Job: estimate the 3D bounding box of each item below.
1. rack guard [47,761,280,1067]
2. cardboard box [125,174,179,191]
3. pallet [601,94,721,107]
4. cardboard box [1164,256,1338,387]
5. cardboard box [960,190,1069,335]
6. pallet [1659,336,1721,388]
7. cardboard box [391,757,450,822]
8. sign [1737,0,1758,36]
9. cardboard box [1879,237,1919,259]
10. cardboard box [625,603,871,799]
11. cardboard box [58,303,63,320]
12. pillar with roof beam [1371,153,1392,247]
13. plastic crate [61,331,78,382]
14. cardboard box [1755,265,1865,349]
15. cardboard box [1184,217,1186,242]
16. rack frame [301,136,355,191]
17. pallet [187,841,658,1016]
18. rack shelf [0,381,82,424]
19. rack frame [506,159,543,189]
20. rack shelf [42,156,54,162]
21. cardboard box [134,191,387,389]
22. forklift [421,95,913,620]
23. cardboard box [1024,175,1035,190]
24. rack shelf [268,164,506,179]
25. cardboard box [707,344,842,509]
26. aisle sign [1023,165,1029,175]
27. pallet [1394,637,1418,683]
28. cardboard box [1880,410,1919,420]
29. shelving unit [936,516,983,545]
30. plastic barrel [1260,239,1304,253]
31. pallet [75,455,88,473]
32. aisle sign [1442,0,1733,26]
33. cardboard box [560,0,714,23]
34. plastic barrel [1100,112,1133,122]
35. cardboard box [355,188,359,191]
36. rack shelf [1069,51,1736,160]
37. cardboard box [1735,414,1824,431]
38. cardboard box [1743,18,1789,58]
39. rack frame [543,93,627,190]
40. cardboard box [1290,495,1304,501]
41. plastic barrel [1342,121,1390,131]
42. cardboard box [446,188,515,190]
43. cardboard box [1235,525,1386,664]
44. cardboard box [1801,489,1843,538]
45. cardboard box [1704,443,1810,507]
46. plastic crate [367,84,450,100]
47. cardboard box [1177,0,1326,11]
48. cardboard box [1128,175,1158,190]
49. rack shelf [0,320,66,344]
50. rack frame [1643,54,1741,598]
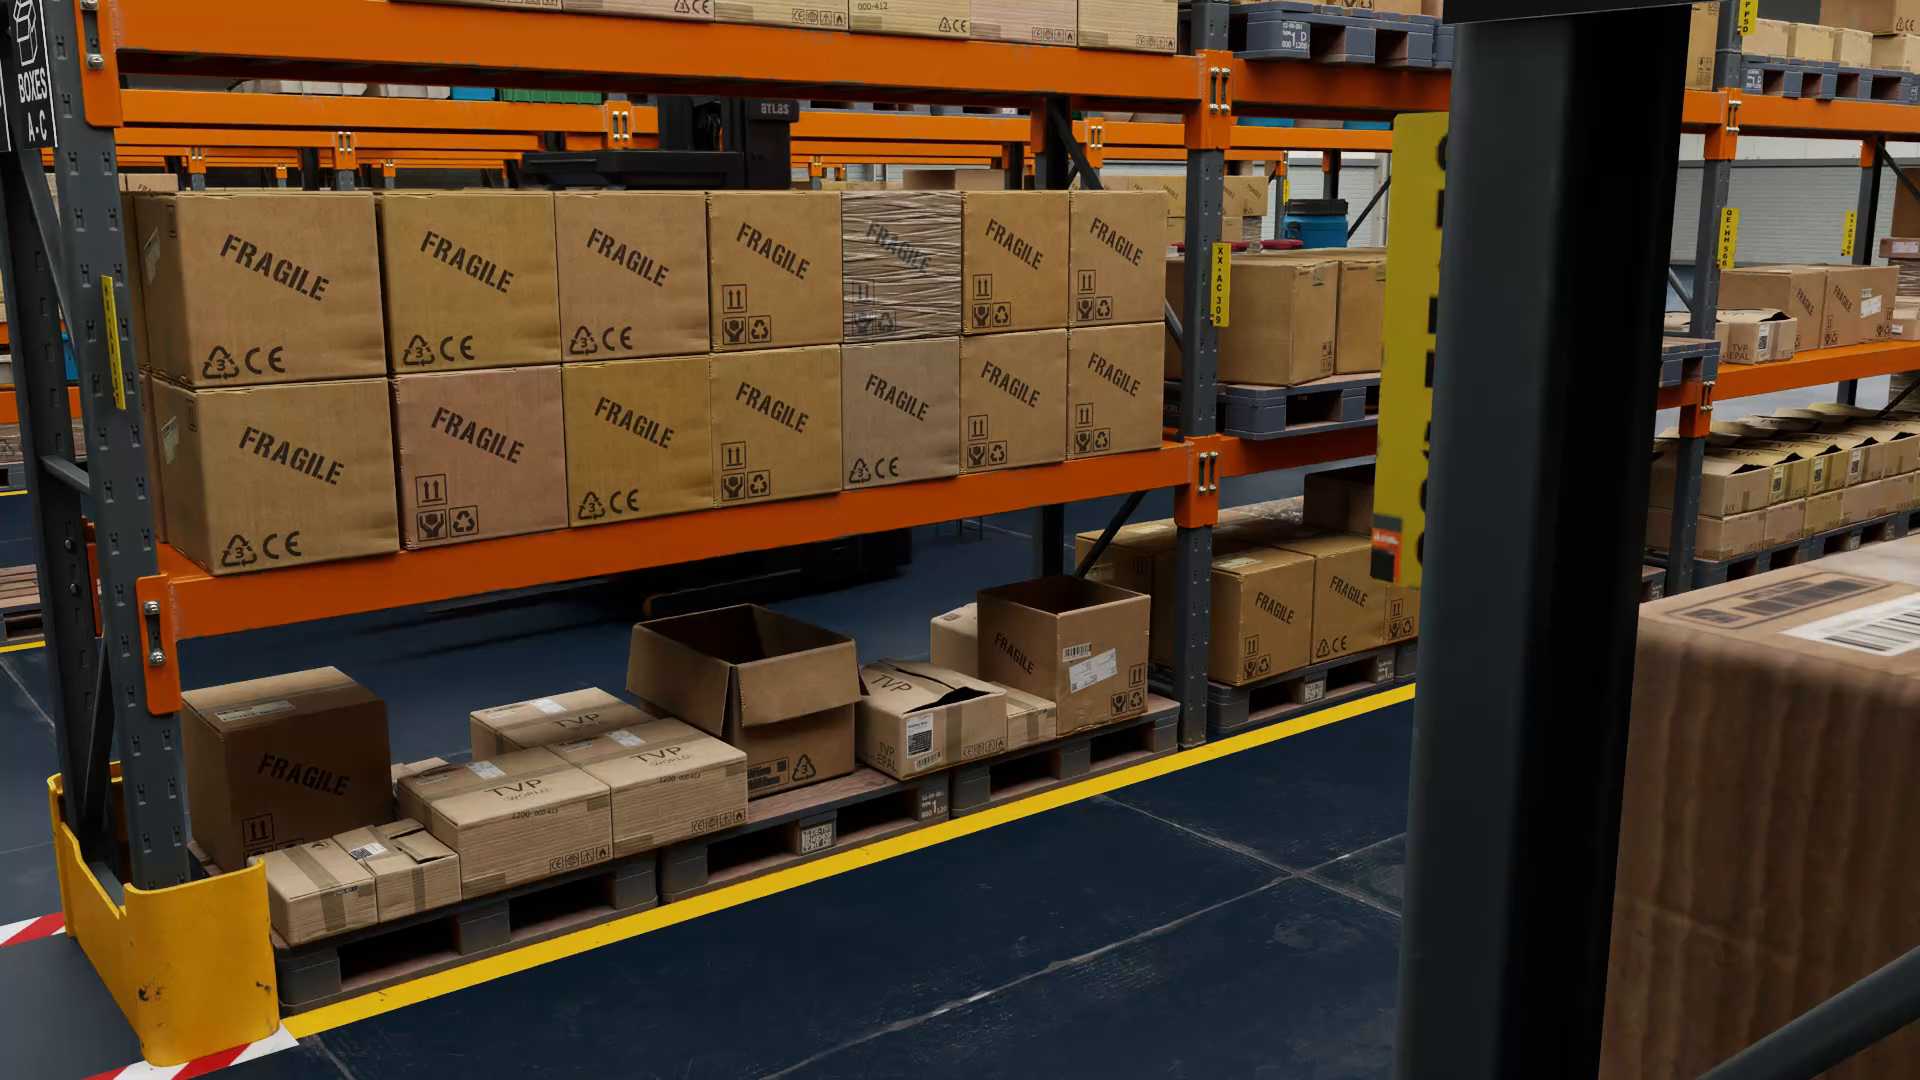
[{"bbox_3d":[-2.382,1.059,4.937,0.348,0.500,1.175,-9,15,-38],"label":"rack guard"},{"bbox_3d":[-8.721,-3.676,17.856,0.500,0.500,0.500,-10,16,-40],"label":"cardboard box"},{"bbox_3d":[-1.858,-2.969,11.123,1.003,0.211,1.213,-9,15,-38],"label":"pallet"},{"bbox_3d":[1.192,-0.952,7.140,0.700,0.500,0.500,7,14,31],"label":"cardboard box"},{"bbox_3d":[0.051,-1.036,6.139,0.500,0.500,0.500,-10,15,-39],"label":"cardboard box"},{"bbox_3d":[3.320,-0.999,9.072,1.003,0.211,1.213,-9,15,-38],"label":"pallet"},{"bbox_3d":[-1.798,0.869,5.579,0.250,0.166,0.380,-9,15,-38],"label":"cardboard box"},{"bbox_3d":[4.143,-2.824,8.739,0.005,0.325,0.100,-9,15,-38],"label":"sign"},{"bbox_3d":[7.008,-2.147,12.216,0.250,0.149,0.380,-9,15,-38],"label":"cardboard box"},{"bbox_3d":[-0.781,0.578,6.137,0.637,0.503,0.797,-9,15,-38],"label":"cardboard box"},{"bbox_3d":[-7.141,-1.798,12.979,0.250,0.149,0.380,-10,15,-38],"label":"cardboard box"},{"bbox_3d":[14.896,-11.655,44.354,0.548,9.000,9.100,-9,15,-38],"label":"pillar with roof beam"},{"bbox_3d":[-4.620,-0.969,8.730,0.300,0.233,0.416,-9,15,-38],"label":"plastic crate"},{"bbox_3d":[5.517,-1.529,10.869,0.500,0.500,0.500,-9,15,-38],"label":"cardboard box"},{"bbox_3d":[2.688,-3.822,20.951,0.500,0.500,0.875,-9,15,-38],"label":"cardboard box"},{"bbox_3d":[-5.503,-2.280,14.645,0.127,3.000,1.000,-9,15,-38],"label":"rack frame"},{"bbox_3d":[-1.760,1.097,5.455,1.213,0.211,1.003,-9,15,-38],"label":"pallet"},{"bbox_3d":[-3.971,-0.865,9.714,4.000,0.370,1.077,-9,15,-38],"label":"rack shelf"},{"bbox_3d":[-5.399,-3.617,20.939,0.127,3.000,1.000,-9,15,-38],"label":"rack frame"},{"bbox_3d":[-13.256,-4.743,20.755,4.000,0.370,1.077,-9,15,-38],"label":"rack shelf"},{"bbox_3d":[-1.930,-0.707,4.587,0.500,0.500,0.500,-9,15,-36],"label":"cardboard box"},{"bbox_3d":[-1.739,-1.107,9.286,3.031,2.935,1.130,-10,16,-39],"label":"forklift"},{"bbox_3d":[0.923,-4.105,19.873,0.500,0.500,0.500,-9,15,-38],"label":"cardboard box"},{"bbox_3d":[-10.113,-6.586,29.433,4.000,0.370,1.077,-9,15,-38],"label":"rack shelf"},{"bbox_3d":[-0.745,-0.415,5.619,0.500,0.500,0.500,-9,15,-37],"label":"cardboard box"},{"bbox_3d":[1.090,-5.887,25.372,0.004,0.787,0.394,-9,15,-38],"label":"aisle sign"},{"bbox_3d":[2.247,0.420,8.641,1.213,0.211,1.003,-9,15,-38],"label":"pallet"},{"bbox_3d":[6.792,-0.747,11.682,0.500,0.311,0.500,-9,15,-38],"label":"cardboard box"},{"bbox_3d":[-0.006,-0.439,11.030,0.210,0.900,0.258,-9,15,-38],"label":"shelving unit"},{"bbox_3d":[2.954,-2.493,15.319,0.433,0.535,0.433,0,12,0],"label":"plastic barrel"},{"bbox_3d":[-7.099,-0.671,13.780,1.213,0.211,1.003,-9,15,-38],"label":"pallet"},{"bbox_3d":[0.413,-0.662,0.765,0.004,0.787,0.394,-9,15,-38],"label":"aisle sign"},{"bbox_3d":[-1.093,-1.701,5.057,0.500,0.250,0.500,-9,15,-38],"label":"cardboard box"},{"bbox_3d":[1.148,-3.508,12.938,0.421,0.512,0.421,0,12,0],"label":"plastic barrel"},{"bbox_3d":[-8.811,-4.835,24.028,0.500,0.500,0.500,-10,16,-39],"label":"cardboard box"},{"bbox_3d":[2.244,-2.048,8.061,4.000,0.370,1.077,-9,15,-38],"label":"rack shelf"},{"bbox_3d":[5.653,-0.701,11.467,0.500,0.311,0.500,-10,16,-40],"label":"cardboard box"},{"bbox_3d":[4.523,-2.930,9.835,0.500,0.250,0.500,-9,15,-36],"label":"cardboard box"},{"bbox_3d":[-2.409,-1.477,10.861,0.127,3.000,1.000,-9,15,-38],"label":"rack frame"},{"bbox_3d":[2.067,0.030,8.724,0.500,0.500,0.500,-10,16,-40],"label":"cardboard box"},{"bbox_3d":[3.576,-4.126,14.910,0.708,0.901,0.600,-9,15,-38],"label":"plastic barrel"},{"bbox_3d":[-4.466,-2.991,15.337,0.637,0.503,0.797,-9,15,-37],"label":"cardboard box"},{"bbox_3d":[1.622,0.240,7.733,0.500,0.500,0.500,-9,15,-37],"label":"cardboard box"},{"bbox_3d":[5.192,-0.206,10.488,0.500,0.250,0.500,-10,16,-39],"label":"cardboard box"},{"bbox_3d":[4.803,-0.416,10.127,0.500,0.311,0.500,-10,16,-39],"label":"cardboard box"},{"bbox_3d":[-3.164,-2.588,9.509,0.466,0.136,0.293,-9,15,-38],"label":"plastic crate"},{"bbox_3d":[1.122,-2.497,6.951,0.600,0.600,0.600,-11,16,-43],"label":"cardboard box"},{"bbox_3d":[2.034,-4.149,20.081,0.500,0.500,0.500,-9,15,-38],"label":"cardboard box"},{"bbox_3d":[-7.065,-1.669,13.497,4.000,0.370,1.077,-9,15,-38],"label":"rack shelf"},{"bbox_3d":[3.806,-1.192,9.520,0.127,3.000,1.000,-9,15,-38],"label":"rack frame"}]
